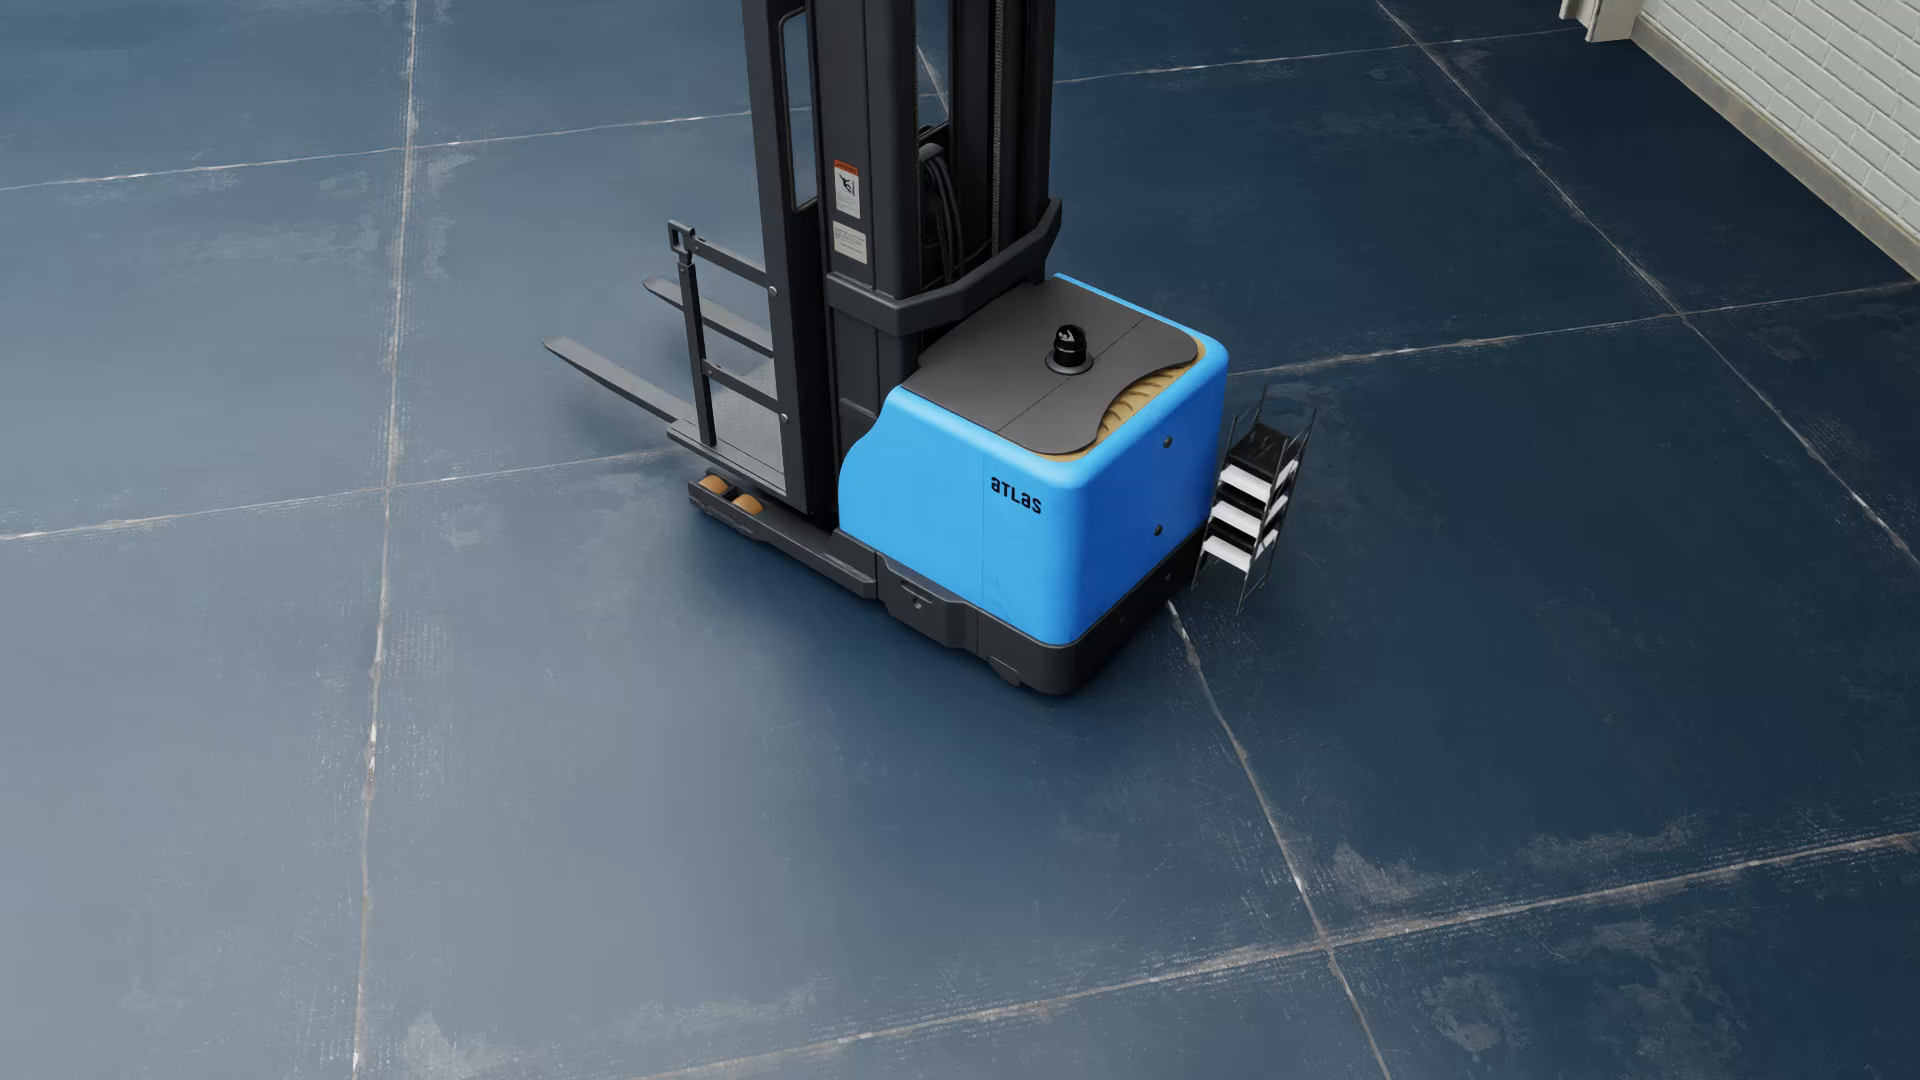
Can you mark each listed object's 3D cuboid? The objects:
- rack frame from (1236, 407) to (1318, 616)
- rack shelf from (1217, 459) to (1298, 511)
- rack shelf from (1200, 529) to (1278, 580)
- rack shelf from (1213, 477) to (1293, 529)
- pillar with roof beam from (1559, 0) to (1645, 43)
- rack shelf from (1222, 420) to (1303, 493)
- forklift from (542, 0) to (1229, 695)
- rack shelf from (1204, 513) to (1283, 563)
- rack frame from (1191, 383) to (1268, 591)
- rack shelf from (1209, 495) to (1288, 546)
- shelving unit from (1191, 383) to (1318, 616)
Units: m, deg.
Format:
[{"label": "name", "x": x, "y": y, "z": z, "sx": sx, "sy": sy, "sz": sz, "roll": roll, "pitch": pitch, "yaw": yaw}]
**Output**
[{"label": "rack frame", "x": 1.171, "y": -0.091, "z": 6.177, "sx": 0.006, "sy": 0.900, "sz": 0.240, "roll": 30, "pitch": 49, "yaw": 22}, {"label": "rack shelf", "x": 1.100, "y": -0.242, "z": 6.112, "sx": 0.200, "sy": 0.077, "sz": 0.258, "roll": 30, "pitch": 49, "yaw": 22}, {"label": "rack shelf", "x": 1.073, "y": 0.013, "z": 6.365, "sx": 0.200, "sy": 0.077, "sz": 0.258, "roll": 30, "pitch": 49, "yaw": 22}, {"label": "rack shelf", "x": 1.094, "y": -0.178, "z": 6.175, "sx": 0.200, "sy": 0.077, "sz": 0.258, "roll": 30, "pitch": 49, "yaw": 22}, {"label": "pillar with roof beam", "x": -0.243, "y": -5.944, "z": 6.668, "sx": 9.100, "sy": 9.000, "sz": 0.400, "roll": -8, "pitch": 42, "yaw": -9}, {"label": "rack shelf", "x": 1.107, "y": -0.306, "z": 6.049, "sx": 0.200, "sy": 0.077, "sz": 0.258, "roll": 30, "pitch": 49, "yaw": 22}, {"label": "forklift", "x": -0.485, "y": -1.358, "z": 6.072, "sx": 3.031, "sy": 2.935, "sz": 1.130, "roll": 28, "pitch": 49, "yaw": 28}, {"label": "rack shelf", "x": 1.080, "y": -0.050, "z": 6.301, "sx": 0.200, "sy": 0.077, "sz": 0.258, "roll": 30, "pitch": 49, "yaw": 22}, {"label": "rack frame", "x": 1.007, "y": -0.184, "z": 6.253, "sx": 0.006, "sy": 0.900, "sz": 0.240, "roll": 30, "pitch": 49, "yaw": 22}, {"label": "rack shelf", "x": 1.087, "y": -0.114, "z": 6.238, "sx": 0.200, "sy": 0.077, "sz": 0.258, "roll": 30, "pitch": 49, "yaw": 22}, {"label": "shelving unit", "x": 1.089, "y": -0.138, "z": 6.215, "sx": 0.210, "sy": 0.900, "sz": 0.258, "roll": 30, "pitch": 49, "yaw": 22}]
